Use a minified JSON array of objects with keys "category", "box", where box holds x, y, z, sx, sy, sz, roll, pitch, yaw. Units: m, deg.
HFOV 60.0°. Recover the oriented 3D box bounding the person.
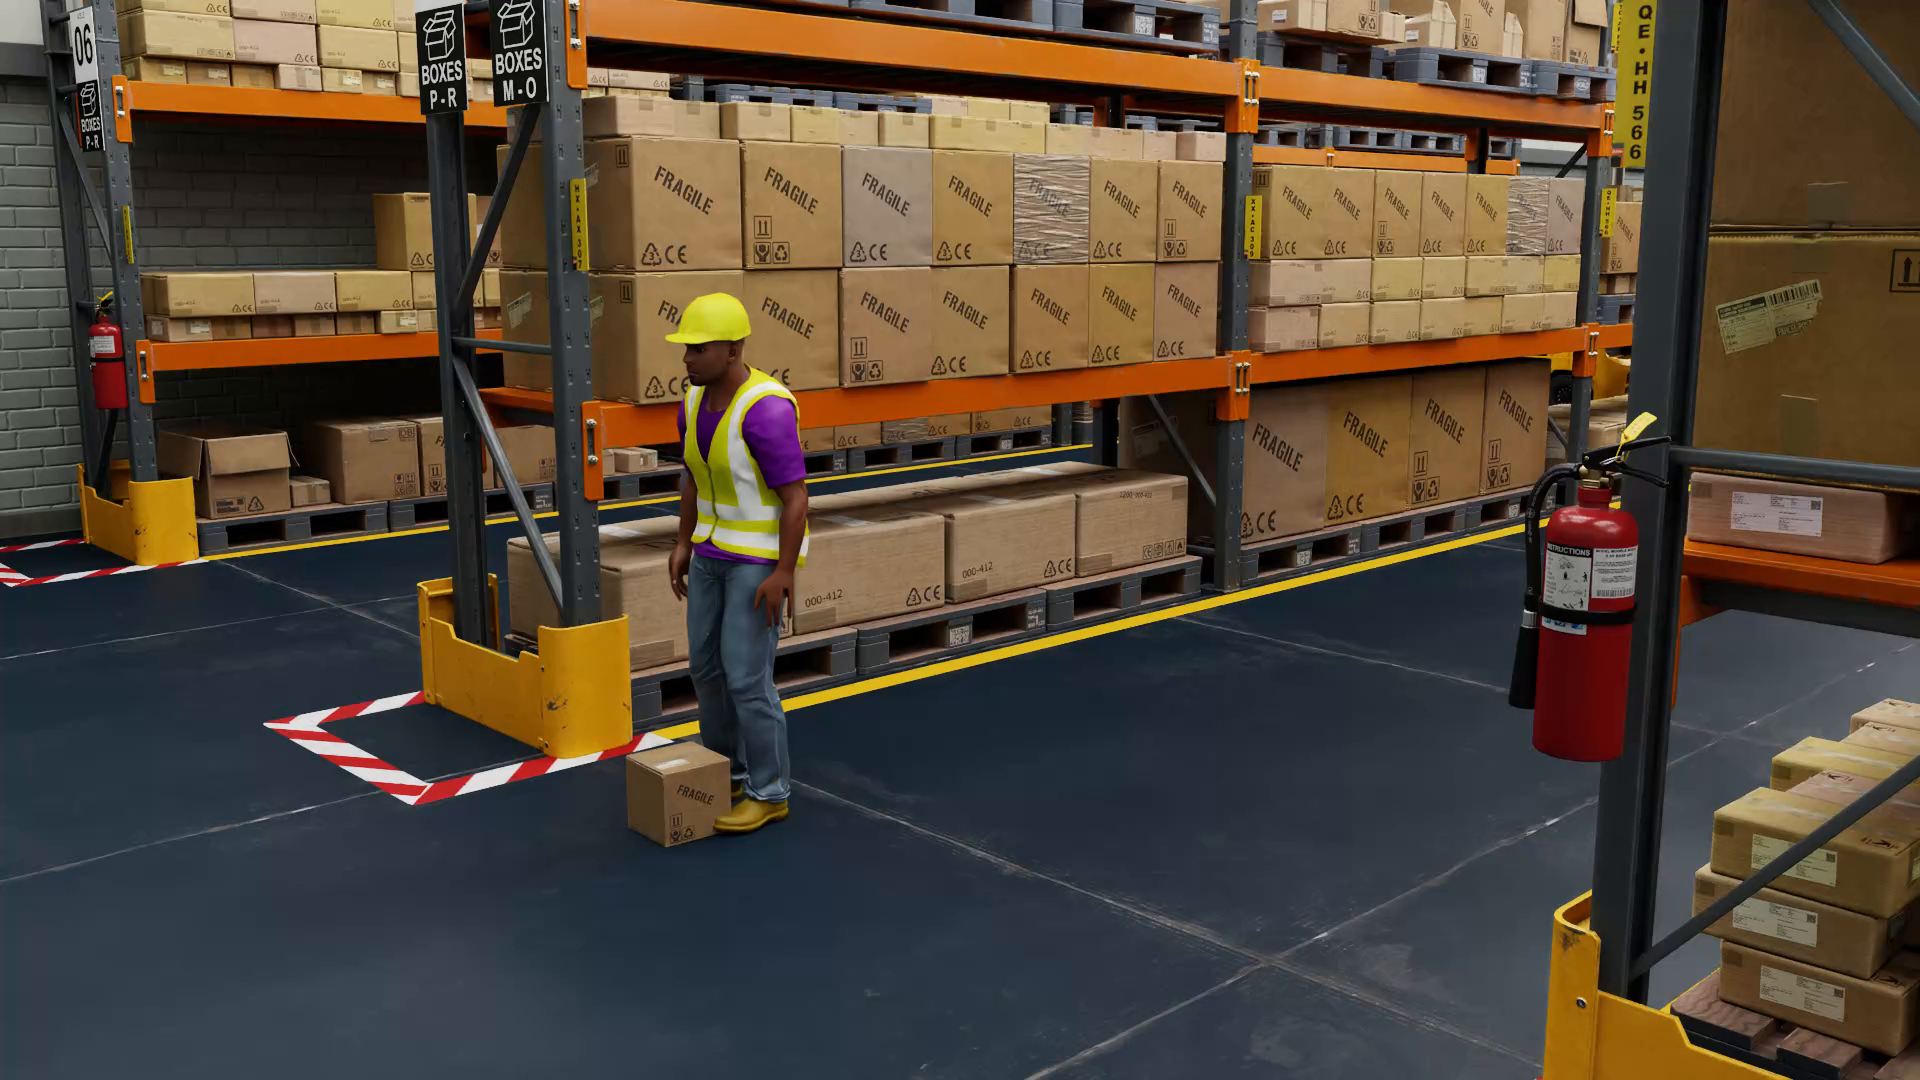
[{"category":"person","box":[-0.751,0.070,5.492,0.461,1.759,0.633,-9,14,-40]}]
